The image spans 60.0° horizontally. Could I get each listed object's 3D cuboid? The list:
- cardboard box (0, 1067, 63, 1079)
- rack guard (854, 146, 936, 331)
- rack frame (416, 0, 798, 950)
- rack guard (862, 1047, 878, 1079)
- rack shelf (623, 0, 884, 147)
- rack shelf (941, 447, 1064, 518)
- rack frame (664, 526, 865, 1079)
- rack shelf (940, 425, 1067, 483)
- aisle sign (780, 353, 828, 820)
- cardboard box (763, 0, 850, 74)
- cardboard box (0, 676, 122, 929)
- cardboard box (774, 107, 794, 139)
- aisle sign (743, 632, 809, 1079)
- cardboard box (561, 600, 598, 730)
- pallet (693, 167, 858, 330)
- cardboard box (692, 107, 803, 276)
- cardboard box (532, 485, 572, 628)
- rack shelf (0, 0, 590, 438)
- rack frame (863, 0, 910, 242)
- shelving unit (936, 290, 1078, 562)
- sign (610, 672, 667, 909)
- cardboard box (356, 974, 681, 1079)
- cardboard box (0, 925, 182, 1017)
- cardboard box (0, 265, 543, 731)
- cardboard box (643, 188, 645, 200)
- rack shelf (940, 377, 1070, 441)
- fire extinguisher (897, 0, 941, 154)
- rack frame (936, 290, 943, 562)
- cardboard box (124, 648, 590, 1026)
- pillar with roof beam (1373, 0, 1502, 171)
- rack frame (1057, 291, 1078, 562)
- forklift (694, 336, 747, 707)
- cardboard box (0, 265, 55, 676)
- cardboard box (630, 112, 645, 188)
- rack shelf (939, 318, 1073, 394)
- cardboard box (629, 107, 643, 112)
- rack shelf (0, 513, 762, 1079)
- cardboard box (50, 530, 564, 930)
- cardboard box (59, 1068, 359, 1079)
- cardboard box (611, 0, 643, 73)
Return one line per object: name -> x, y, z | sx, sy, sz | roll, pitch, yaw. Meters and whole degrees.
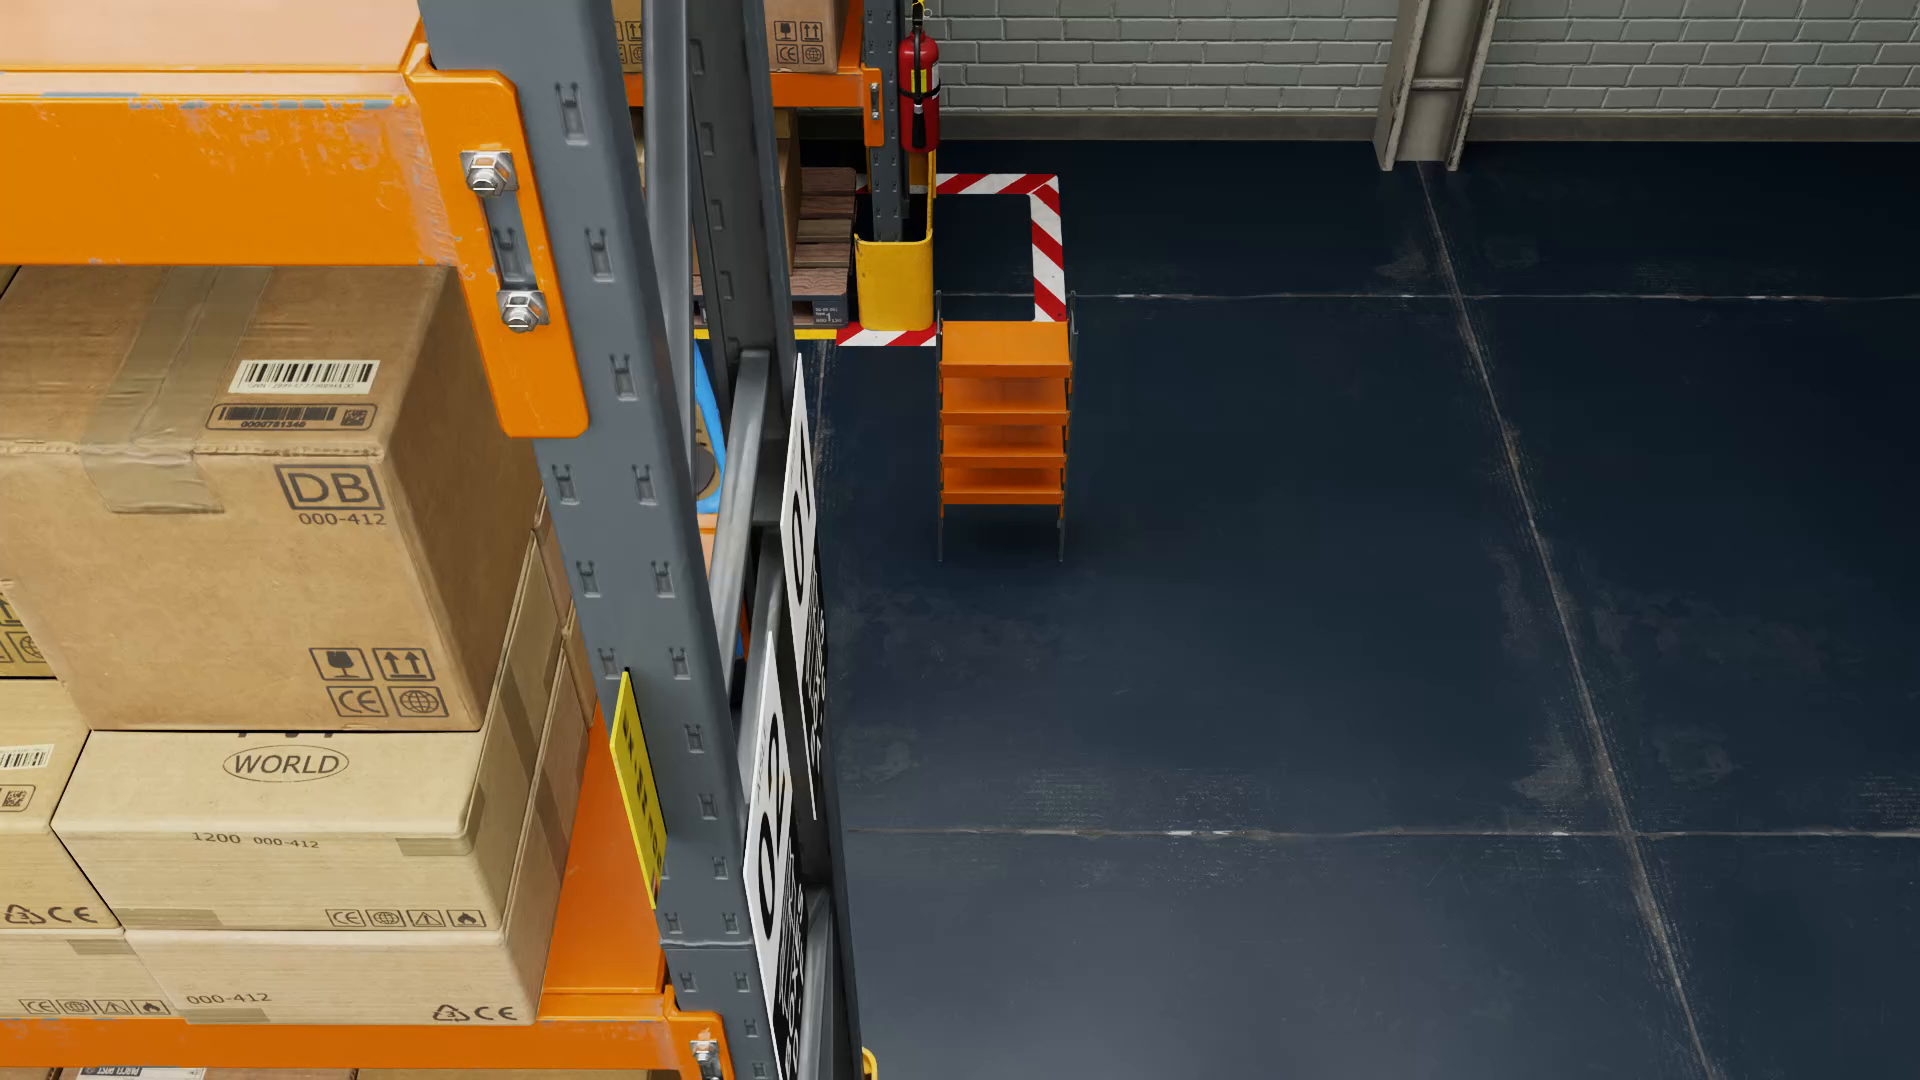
cardboard box -> -1.805, 1.030, 3.071 | 0.500, 0.500, 0.500 | 1, 47, 1
rack guard -> -0.297, -1.571, 7.951 | 0.348, 0.500, 1.175 | 0, 47, 0
rack frame -> -0.336, -0.841, 1.466 | 0.127, 3.000, 1.000 | 0, 47, 0
rack guard -> -0.412, 2.055, 4.577 | 0.348, 0.500, 1.175 | 0, 47, 0
rack shelf -> -2.321, -2.183, 7.305 | 4.000, 0.370, 1.077 | 0, 47, 0
rack shelf -> 0.166, -0.227, 6.586 | 0.480, 0.148, 0.258 | 0, 47, 0
rack frame -> -0.336, 1.203, 3.661 | 0.127, 3.000, 1.000 | 0, 47, 0
rack shelf -> 0.166, -0.363, 6.440 | 0.480, 0.148, 0.258 | 0, 47, 0
aisle sign -> -0.266, 0.103, 2.910 | 0.004, 0.787, 0.394 | 0, 47, 0
cardboard box -> -0.831, -2.519, 6.921 | 0.700, 0.700, 0.980 | 2, 47, 2
cardboard box -> -1.350, 0.246, 2.264 | 0.500, 0.250, 0.500 | 0, 47, 0
cardboard box -> -0.895, -2.010, 7.630 | 0.250, 0.149, 0.380 | 0, 47, 0
aisle sign -> -0.268, 0.542, 2.501 | 0.004, 0.787, 0.394 | 0, 47, 0
cardboard box -> -0.848, 0.045, 2.793 | 0.500, 0.250, 0.500 | 0, 47, 0
pallet -> -1.121, -1.417, 8.006 | 1.213, 0.211, 1.003 | 0, 47, 0
cardboard box -> -1.021, -1.643, 7.731 | 0.500, 0.500, 0.700 | 0, 47, 0
cardboard box -> -0.848, -0.130, 2.614 | 0.500, 0.250, 0.500 | 0, 47, 0
rack shelf -> -2.336, -0.600, 1.735 | 4.000, 0.370, 1.077 | 0, 47, 0
rack frame -> -0.321, -2.423, 7.037 | 0.127, 3.000, 1.000 | 0, 47, 0
shelving unit -> 0.166, -0.408, 6.391 | 0.503, 1.200, 0.258 | 0, 47, 0
sign -> -0.358, 0.286, 1.861 | 0.005, 0.325, 0.100 | 0, 47, 0
cardboard box -> -0.782, 1.029, 3.073 | 0.500, 0.500, 0.500 | 0, 47, 0
cardboard box -> -1.350, 0.415, 2.449 | 0.500, 0.250, 0.500 | 0, 47, 0
cardboard box -> -0.849, -0.183, 2.151 | 0.500, 0.500, 0.700 | 0, 47, 0
cardboard box -> -1.522, -1.644, 7.733 | 0.500, 0.500, 0.700 | 0, 47, 0
rack shelf -> 0.166, -0.515, 6.277 | 0.480, 0.148, 0.258 | 0, 47, 0
fire extinguisher -> -0.172, -1.931, 6.887 | 0.183, 0.674, 0.296 | 0, 47, 0
rack frame -> -0.078, -0.409, 6.392 | 0.015, 1.200, 0.240 | 0, 47, 0
cardboard box -> -0.850, 0.424, 2.440 | 0.500, 0.250, 0.500 | 0, 47, 0
pillar with roof beam -> 2.366, -1.941, 2.490 | 0.400, 9.000, 9.100 | 0, 47, 0
rack frame -> 0.410, -0.408, 6.391 | 0.015, 1.200, 0.240 | 0, 47, 0
forklift -> -2.281, -0.420, 5.219 | 3.031, 2.935, 1.130 | -13, 48, -12
cardboard box -> -1.349, -0.246, 2.210 | 0.500, 0.500, 0.700 | 0, 47, 0
cardboard box -> -1.406, -1.731, 7.370 | 0.250, 0.149, 0.380 | 1, 47, 1
rack shelf -> 0.166, -0.676, 6.104 | 0.480, 0.148, 0.258 | 0, 47, 0
cardboard box -> -1.402, -2.011, 7.631 | 0.250, 0.149, 0.380 | 0, 47, 0
rack shelf -> -2.336, 0.421, 2.832 | 4.000, 0.370, 1.077 | 0, 47, 0
cardboard box -> -0.850, 0.247, 2.263 | 0.500, 0.250, 0.500 | 0, 47, 0
cardboard box -> -1.287, 1.028, 3.073 | 0.500, 0.500, 0.500 | 1, 47, 1
cardboard box -> -1.558, -2.513, 6.915 | 0.700, 0.700, 0.980 | 0, 47, 0
